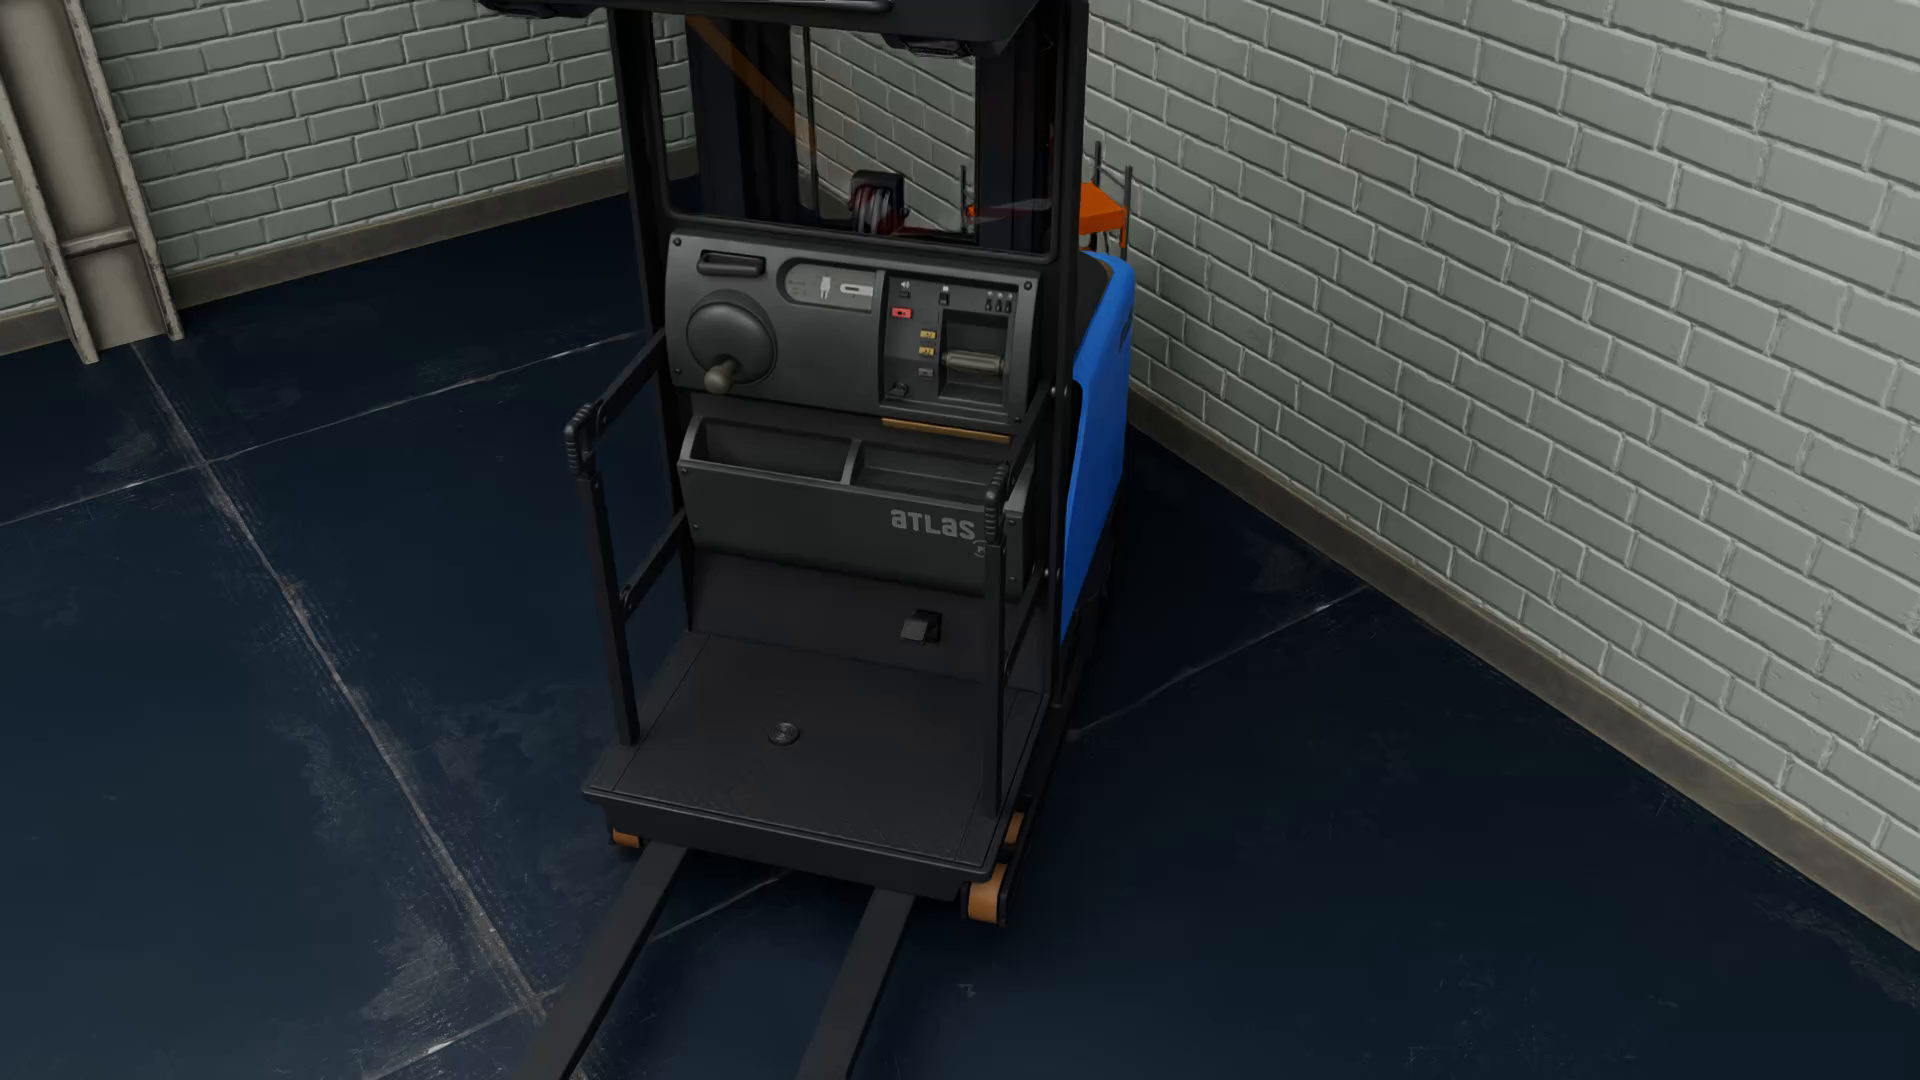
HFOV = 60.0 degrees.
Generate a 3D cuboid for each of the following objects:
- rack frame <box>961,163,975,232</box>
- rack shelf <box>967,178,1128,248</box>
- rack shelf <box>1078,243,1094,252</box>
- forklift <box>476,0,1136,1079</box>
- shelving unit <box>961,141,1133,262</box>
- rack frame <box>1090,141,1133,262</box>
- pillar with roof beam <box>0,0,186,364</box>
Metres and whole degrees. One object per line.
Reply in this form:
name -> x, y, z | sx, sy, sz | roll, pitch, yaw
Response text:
rack frame -> 0.055, -0.668, 5.651 | 0.015, 1.200, 0.240 | -14, 38, -18
rack shelf -> 0.280, -1.043, 5.499 | 0.480, 0.148, 0.258 | -14, 38, -18
rack shelf -> 0.280, -0.851, 5.637 | 0.480, 0.148, 0.258 | -14, 38, -18
forklift -> -0.327, -0.443, 3.856 | 1.130, 2.935, 3.031 | 9, 37, 12
shelving unit -> 0.280, -0.724, 5.728 | 0.503, 1.200, 0.258 | -14, 38, -18
rack frame -> 0.504, -0.779, 5.805 | 0.015, 1.200, 0.240 | -14, 38, -18
pillar with roof beam -> -0.993, -2.449, 1.448 | 0.400, 9.000, 9.100 | -22, 41, -28
